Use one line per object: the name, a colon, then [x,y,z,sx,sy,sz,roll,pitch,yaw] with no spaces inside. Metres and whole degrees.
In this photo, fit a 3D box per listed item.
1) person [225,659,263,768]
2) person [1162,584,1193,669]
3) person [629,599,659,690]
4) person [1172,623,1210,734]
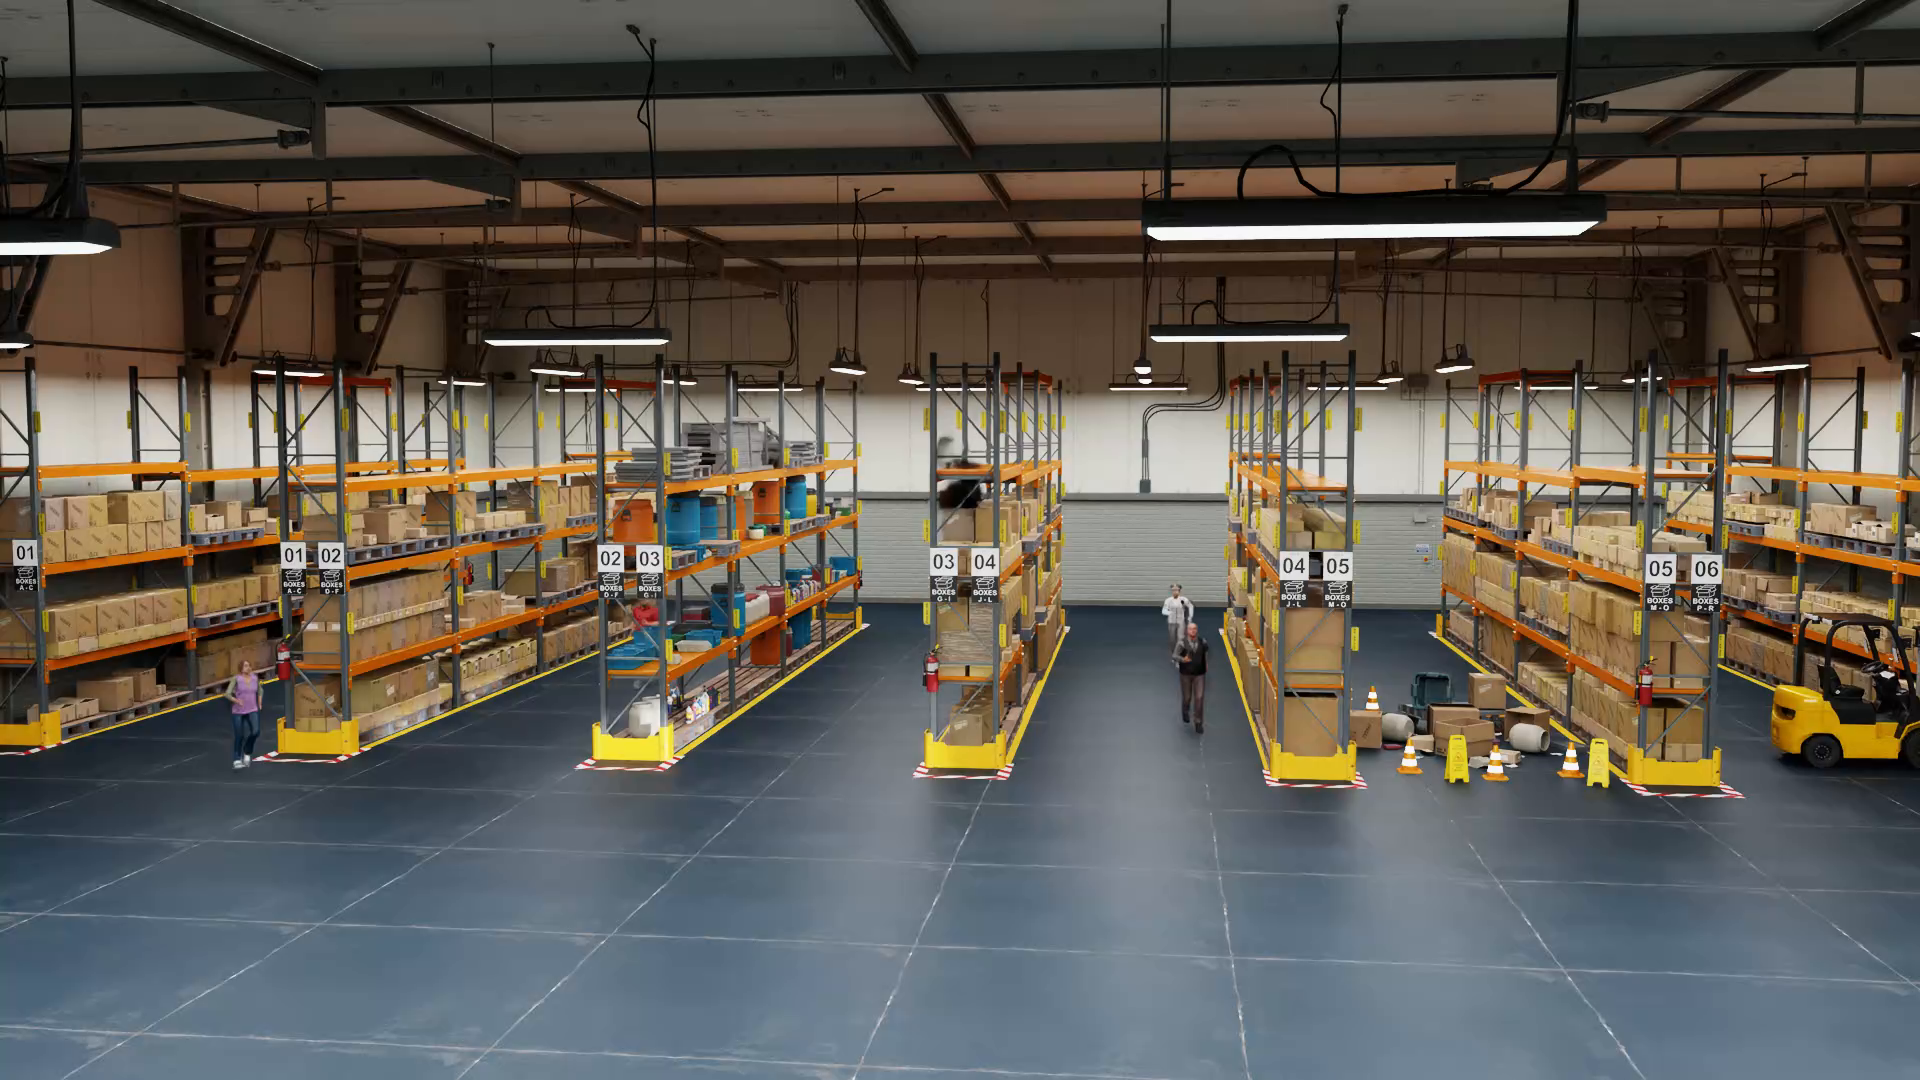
person: [-10.326,2.517,24.048,0.534,1.564,0.521,-3,5,-37]
person: [4.468,1.755,34.198,0.620,1.728,0.818,1,4,13]
person: [-5.975,1.901,31.562,0.649,1.772,0.867,0,4,3]
person: [3.774,2.207,27.019,0.657,1.724,0.950,0,4,-1]
